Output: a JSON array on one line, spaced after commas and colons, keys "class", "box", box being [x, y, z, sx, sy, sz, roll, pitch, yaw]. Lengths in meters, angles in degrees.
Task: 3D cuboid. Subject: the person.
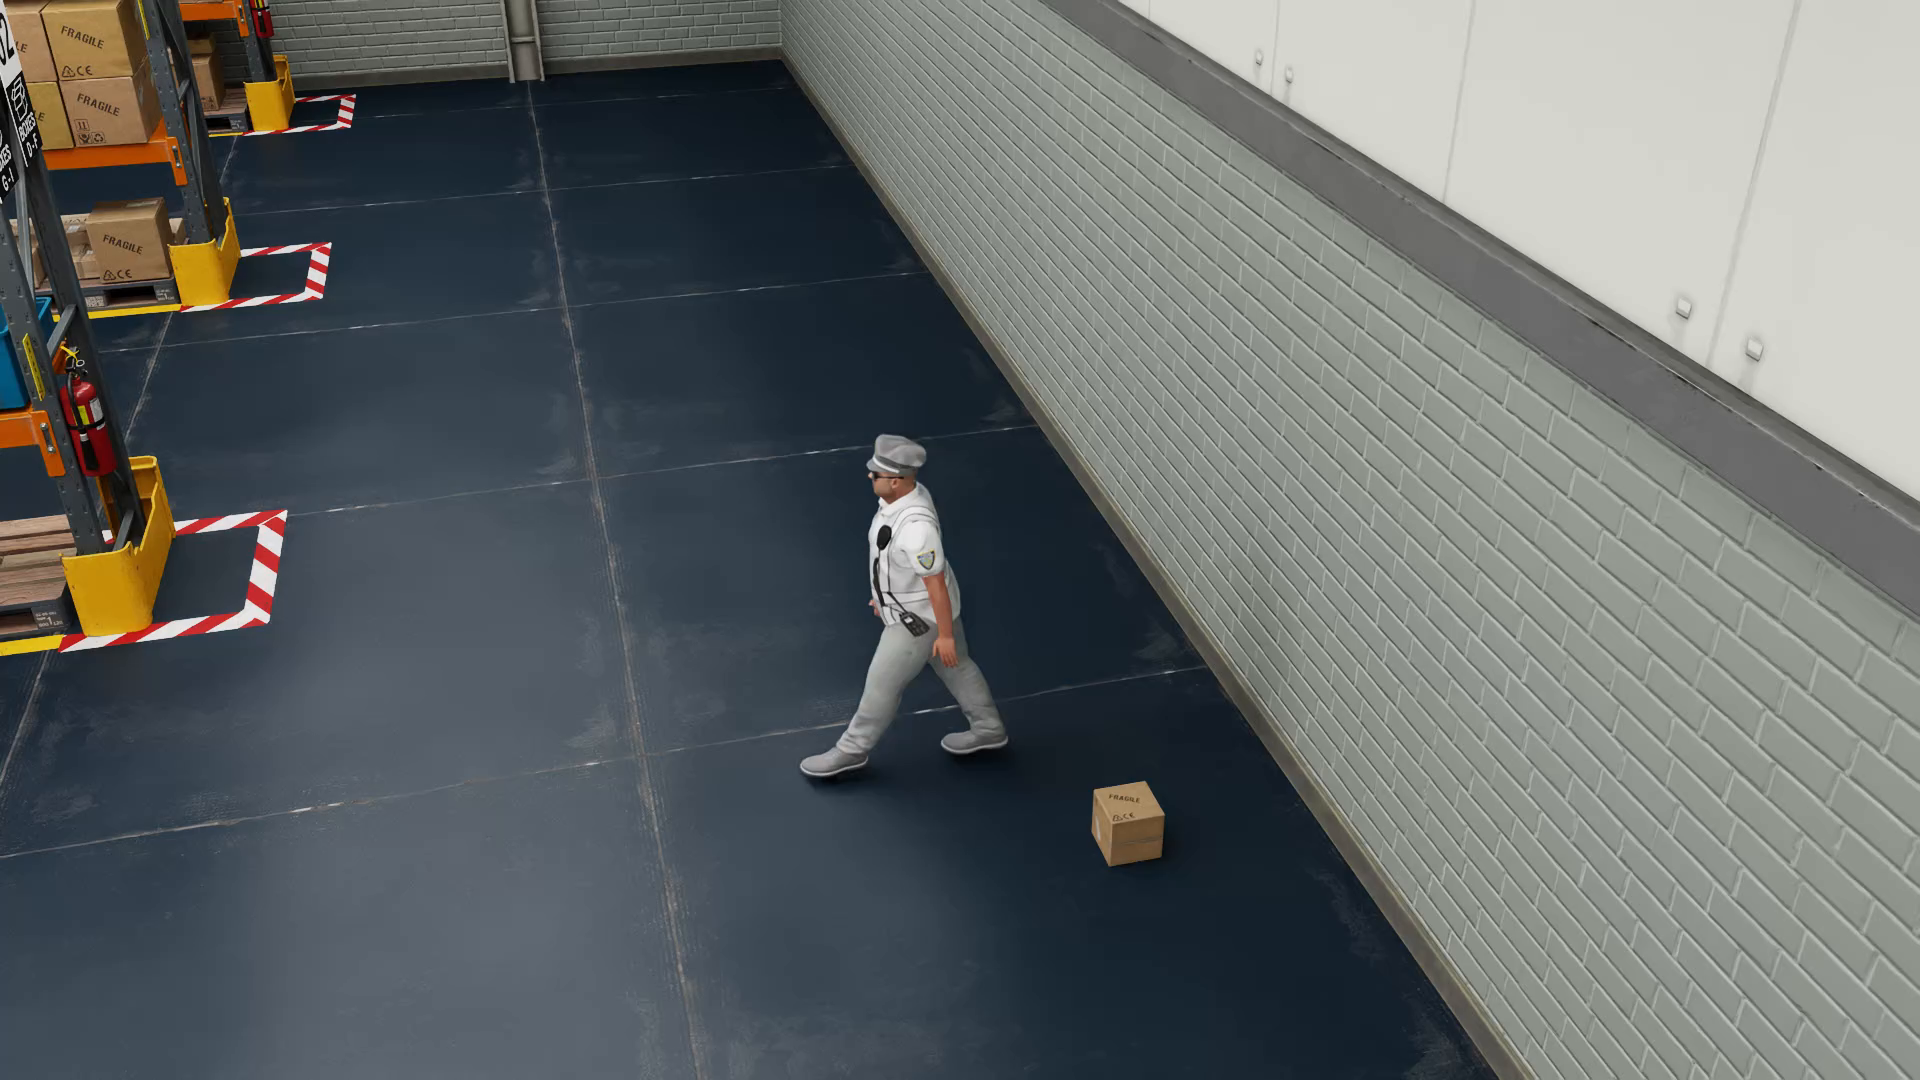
[{"class": "person", "box": [-0.265, 0.293, 7.699, 1.004, 1.701, 0.570, 0, 30, 0]}]
